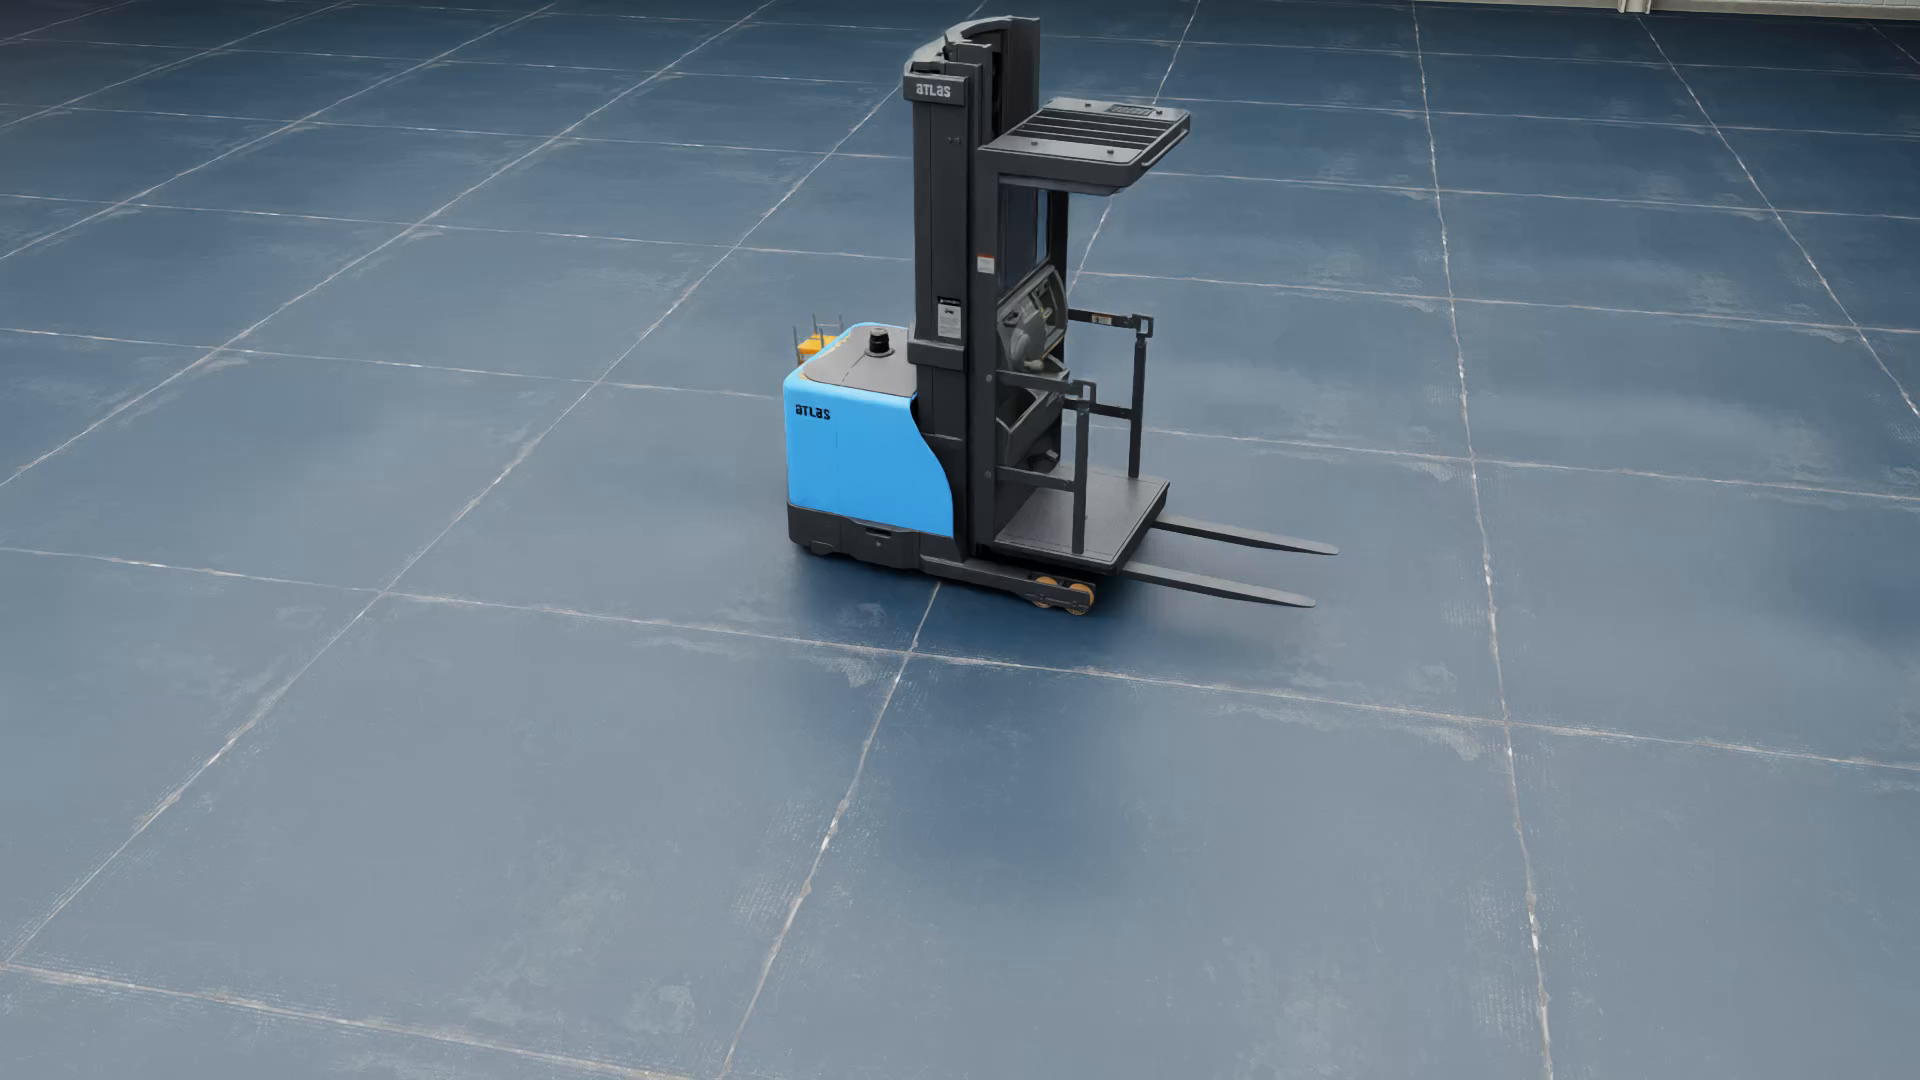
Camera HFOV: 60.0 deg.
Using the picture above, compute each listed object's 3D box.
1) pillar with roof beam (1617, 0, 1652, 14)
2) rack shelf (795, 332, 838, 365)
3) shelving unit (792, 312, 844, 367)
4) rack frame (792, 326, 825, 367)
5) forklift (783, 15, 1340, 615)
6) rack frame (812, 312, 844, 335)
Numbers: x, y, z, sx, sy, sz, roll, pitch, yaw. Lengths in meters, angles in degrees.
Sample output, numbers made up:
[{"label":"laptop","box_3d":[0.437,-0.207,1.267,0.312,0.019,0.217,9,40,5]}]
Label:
[{"label":"pillar with roof beam","box_3d":[8.529,-9.336,17.433,0.400,9.000,9.100,6,29,11]},{"label":"rack shelf","box_3d":[-0.835,-1.092,10.068,0.215,0.259,0.240,7,29,24]},{"label":"shelving unit","box_3d":[-0.814,-0.849,10.189,0.215,1.050,0.252,7,29,24]},{"label":"rack frame","box_3d":[-0.864,-0.795,10.092,0.200,1.050,0.008,7,29,24]},{"label":"forklift","box_3d":[0.574,-1.170,8.835,3.031,2.935,1.130,11,31,20]},{"label":"rack frame","box_3d":[-0.764,-0.902,10.287,0.200,1.050,0.008,7,29,24]}]
